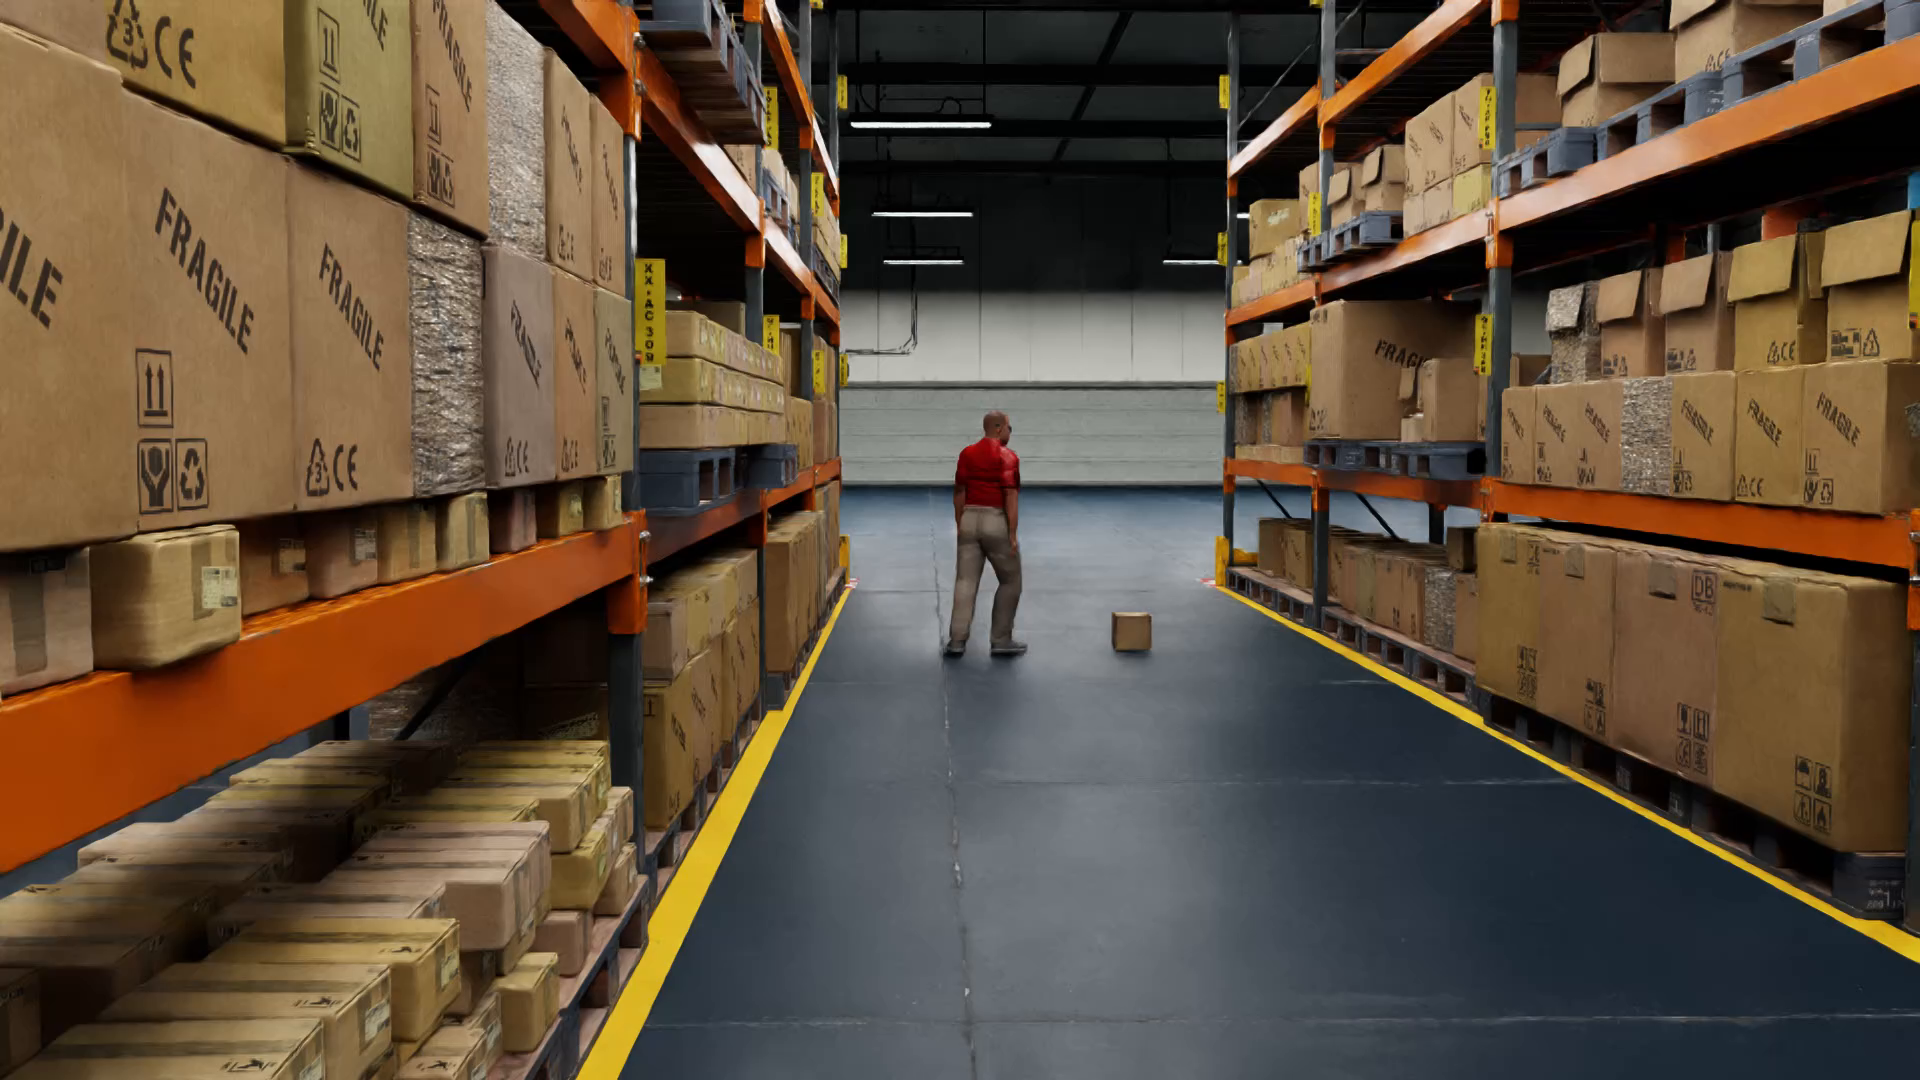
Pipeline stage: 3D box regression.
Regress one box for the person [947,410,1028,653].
[{"bbox_3d":[0.194,-0.056,11.752,0.557,1.719,0.592,2,4,34],"label":"person"}]
